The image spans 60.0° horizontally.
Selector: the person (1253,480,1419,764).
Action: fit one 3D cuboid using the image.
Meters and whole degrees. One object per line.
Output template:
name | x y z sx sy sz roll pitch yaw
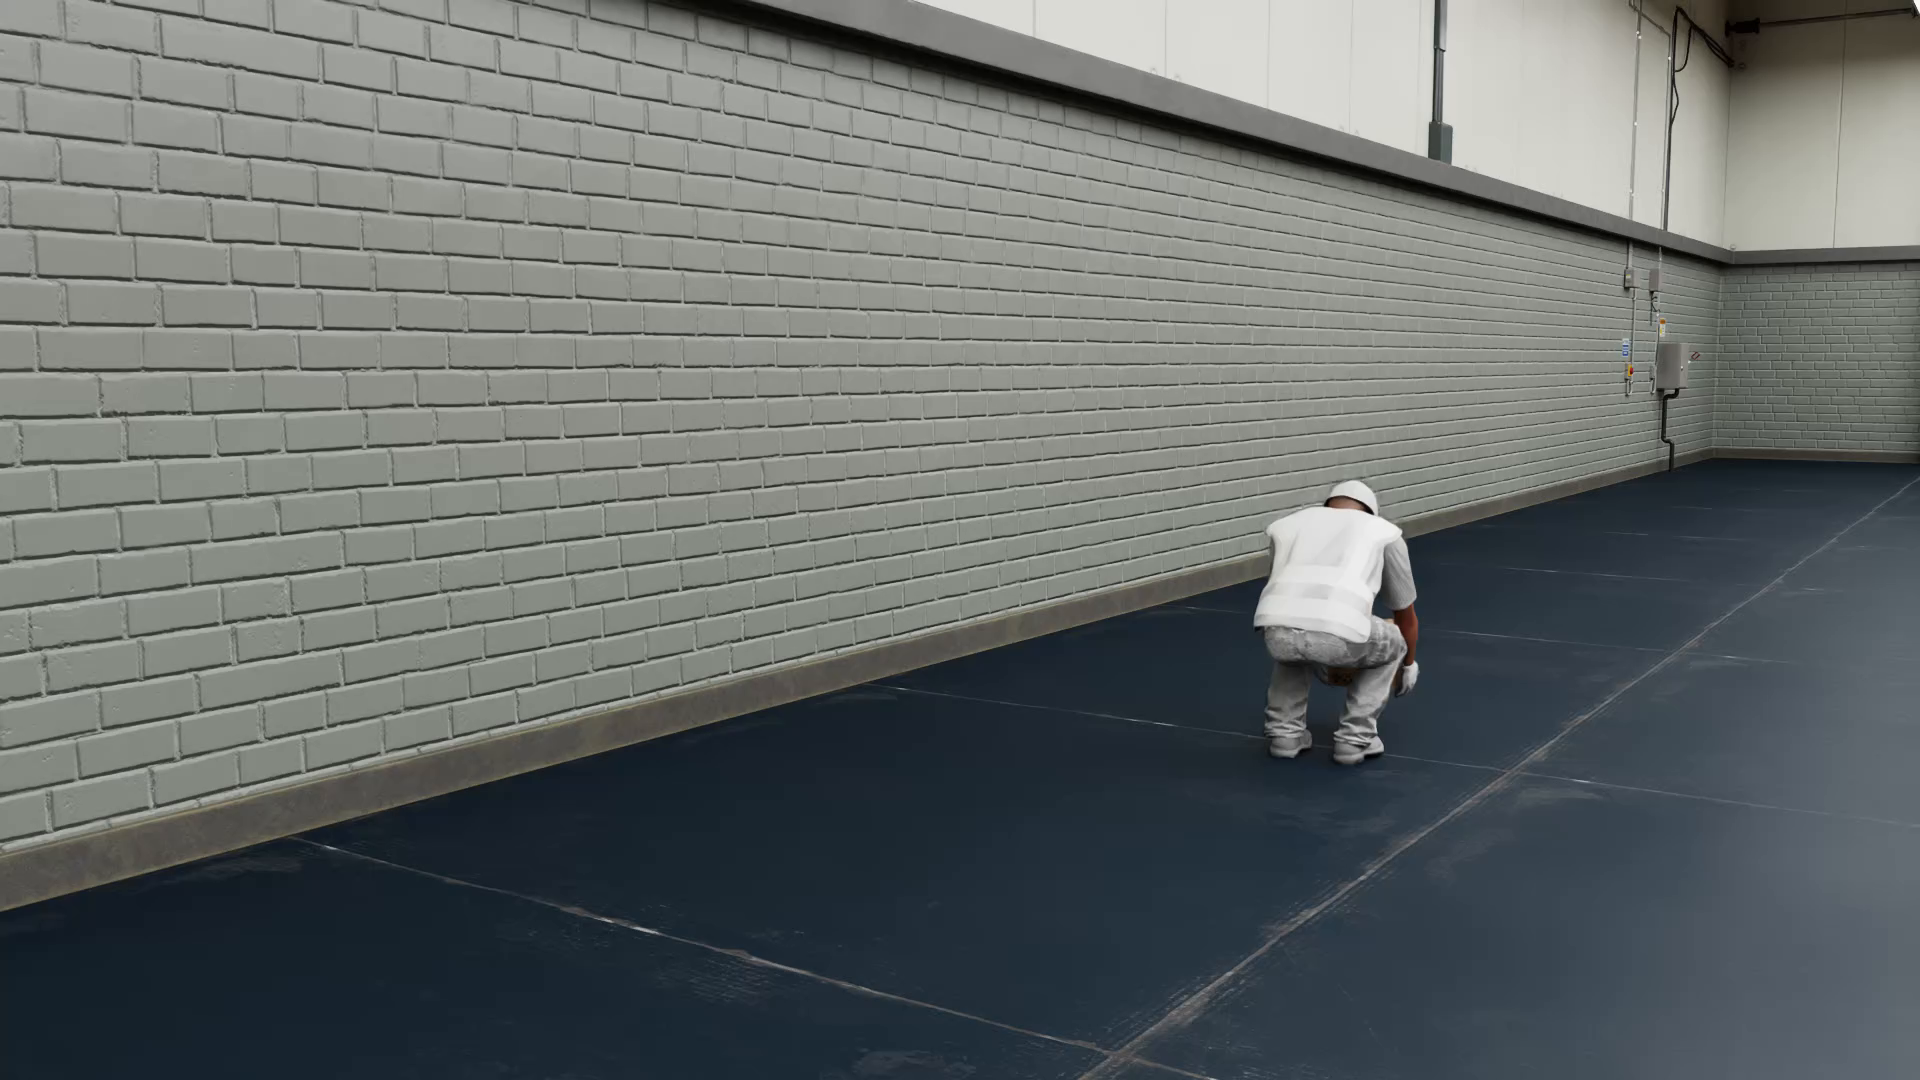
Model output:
person | 1.415 0.301 6.397 0.571 1.025 0.906 4 7 33
